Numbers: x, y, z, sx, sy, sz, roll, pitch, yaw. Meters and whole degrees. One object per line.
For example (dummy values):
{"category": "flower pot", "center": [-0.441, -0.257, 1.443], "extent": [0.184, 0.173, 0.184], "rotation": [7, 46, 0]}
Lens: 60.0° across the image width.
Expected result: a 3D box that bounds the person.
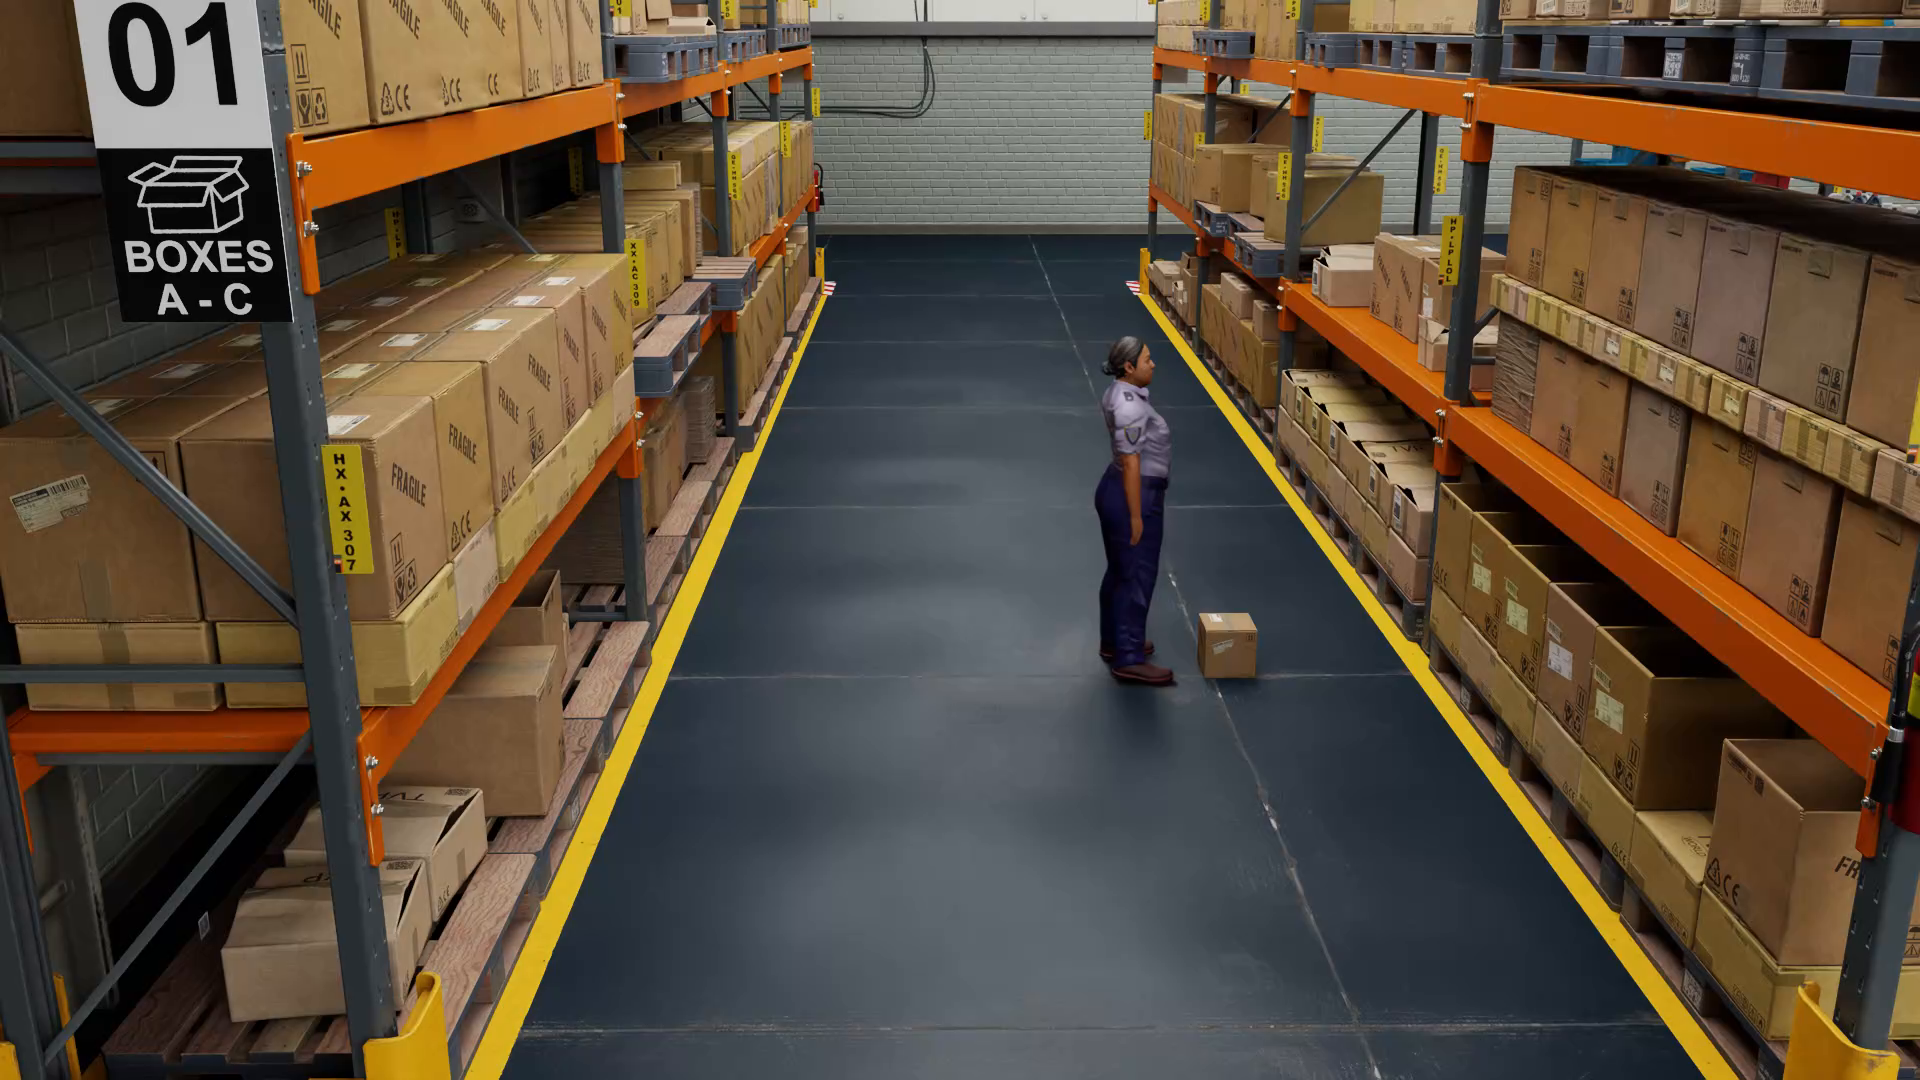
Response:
{"category": "person", "center": [0.844, -0.165, 8.036], "extent": [0.361, 1.654, 0.511], "rotation": [-2, 17, -6]}
